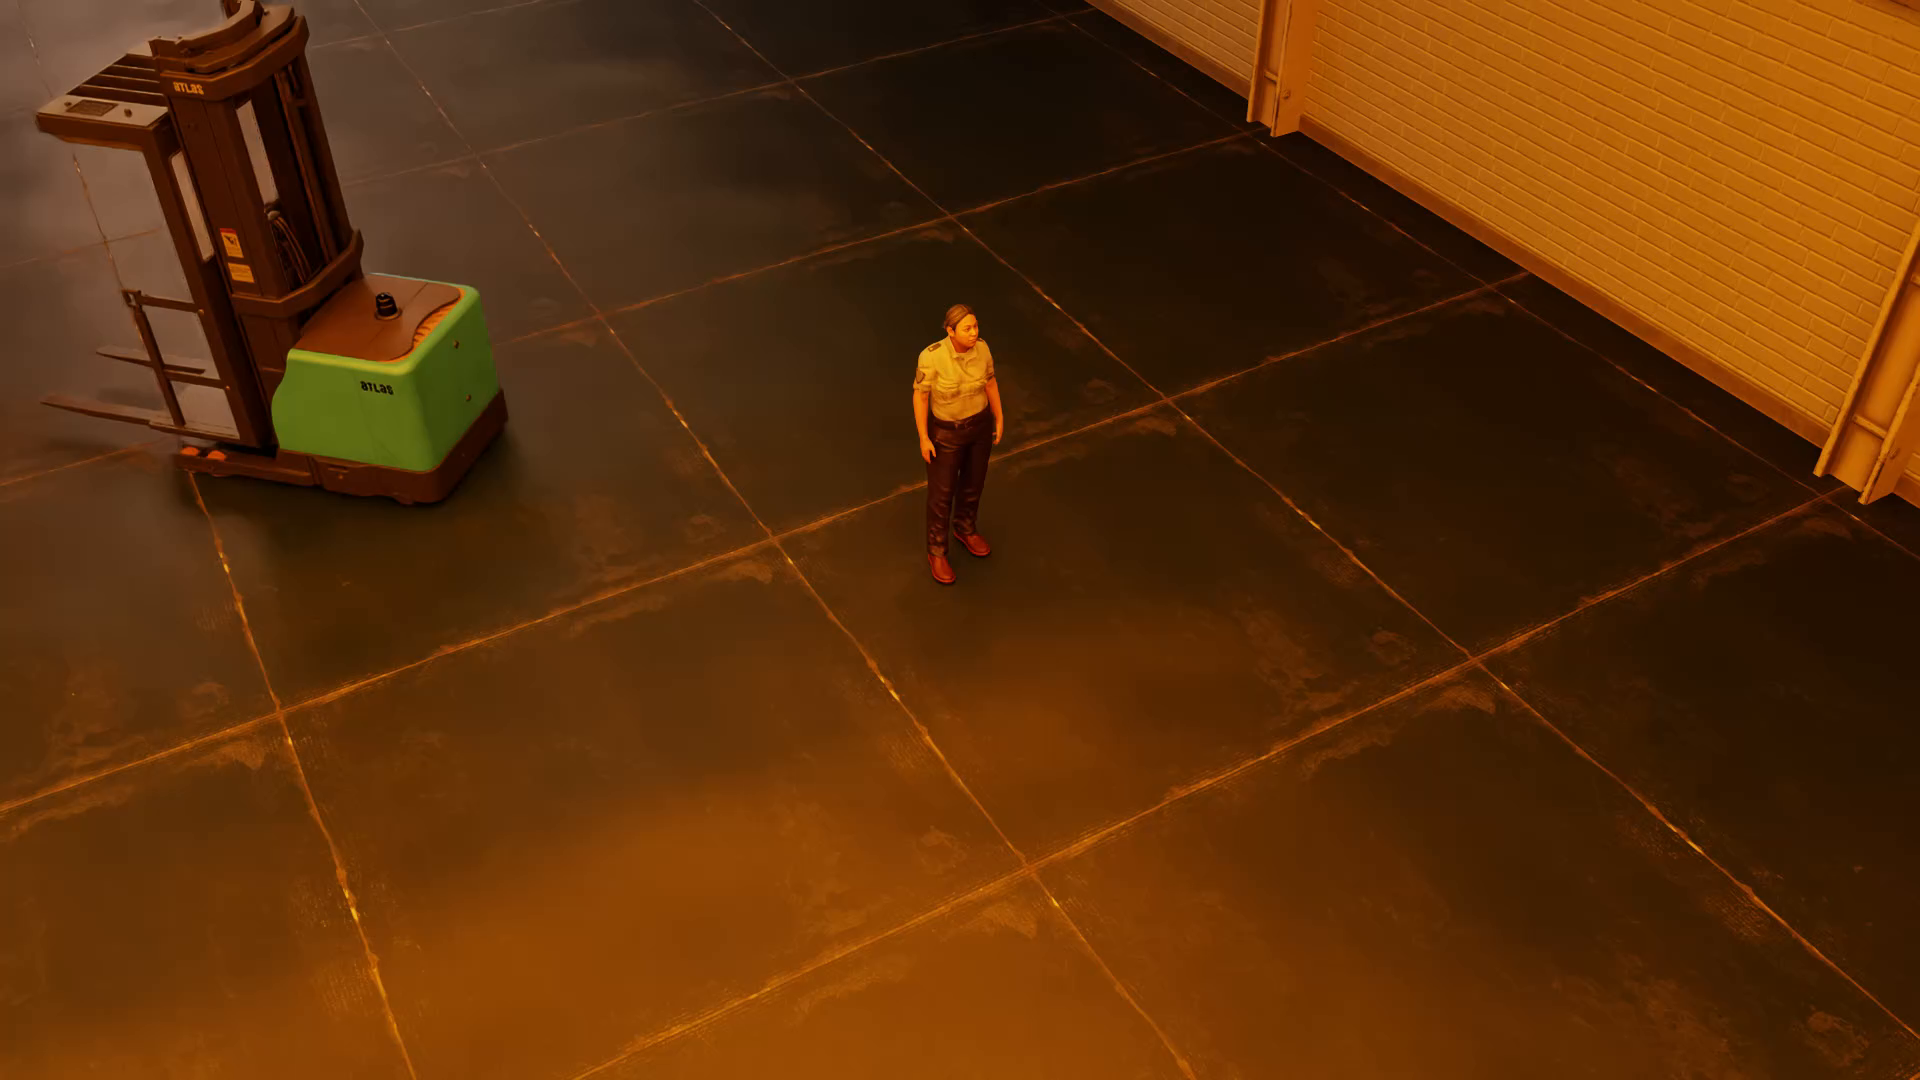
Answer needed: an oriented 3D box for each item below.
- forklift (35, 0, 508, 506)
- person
[{"bbox_3d":[-4.619,-1.856,10.274,3.031,2.935,1.130,9,41,11],"label":"forklift"},{"bbox_3d":[0.025,-0.582,9.733,0.598,1.651,0.502,-20,44,-23],"label":"person"}]
